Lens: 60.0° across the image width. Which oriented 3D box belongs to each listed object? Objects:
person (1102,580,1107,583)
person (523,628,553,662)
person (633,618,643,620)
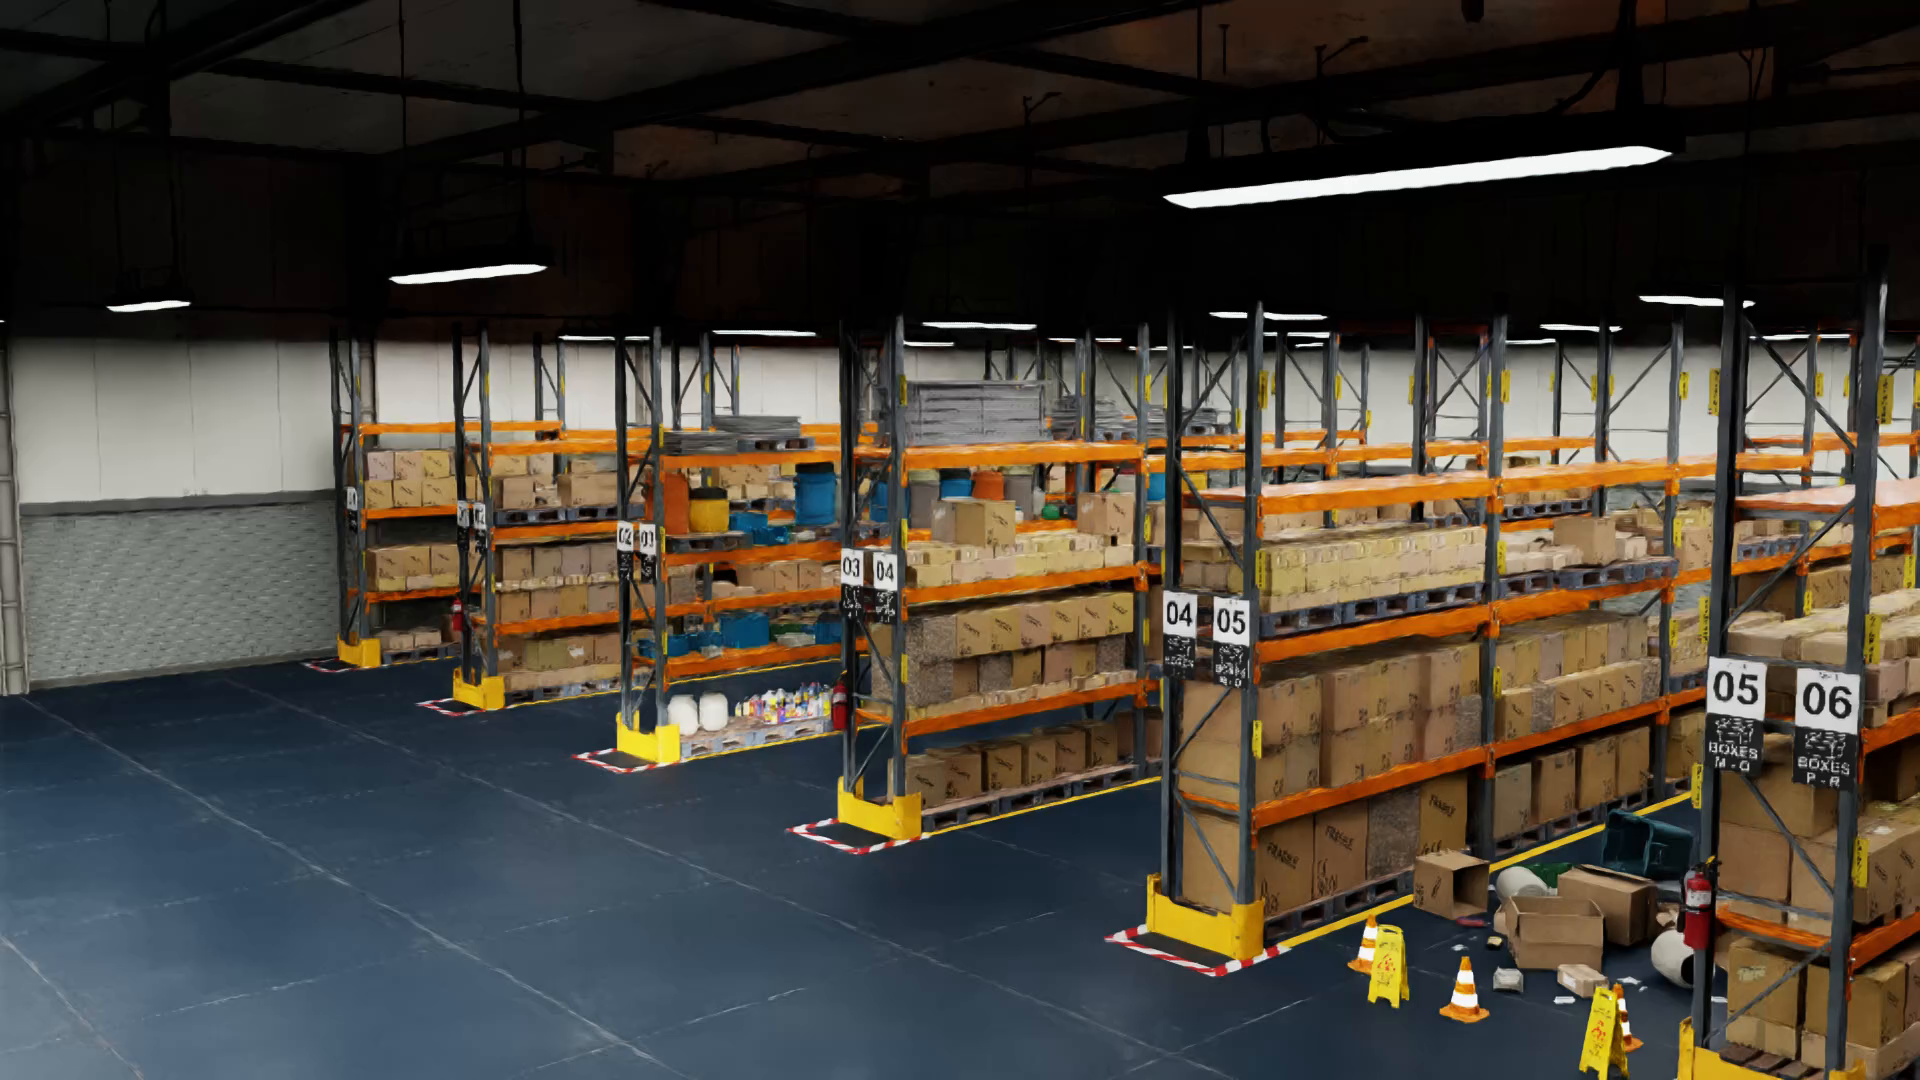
[{"bbox_3d":[3.102,1.003,33.476,0.549,1.734,0.702,-5,8,-44],"label":"person"},{"bbox_3d":[-7.279,1.502,28.915,1.019,1.612,0.458,-5,8,-43],"label":"person"},{"bbox_3d":[-6.163,1.216,32.282,0.423,1.496,0.499,2,6,23],"label":"person"}]
